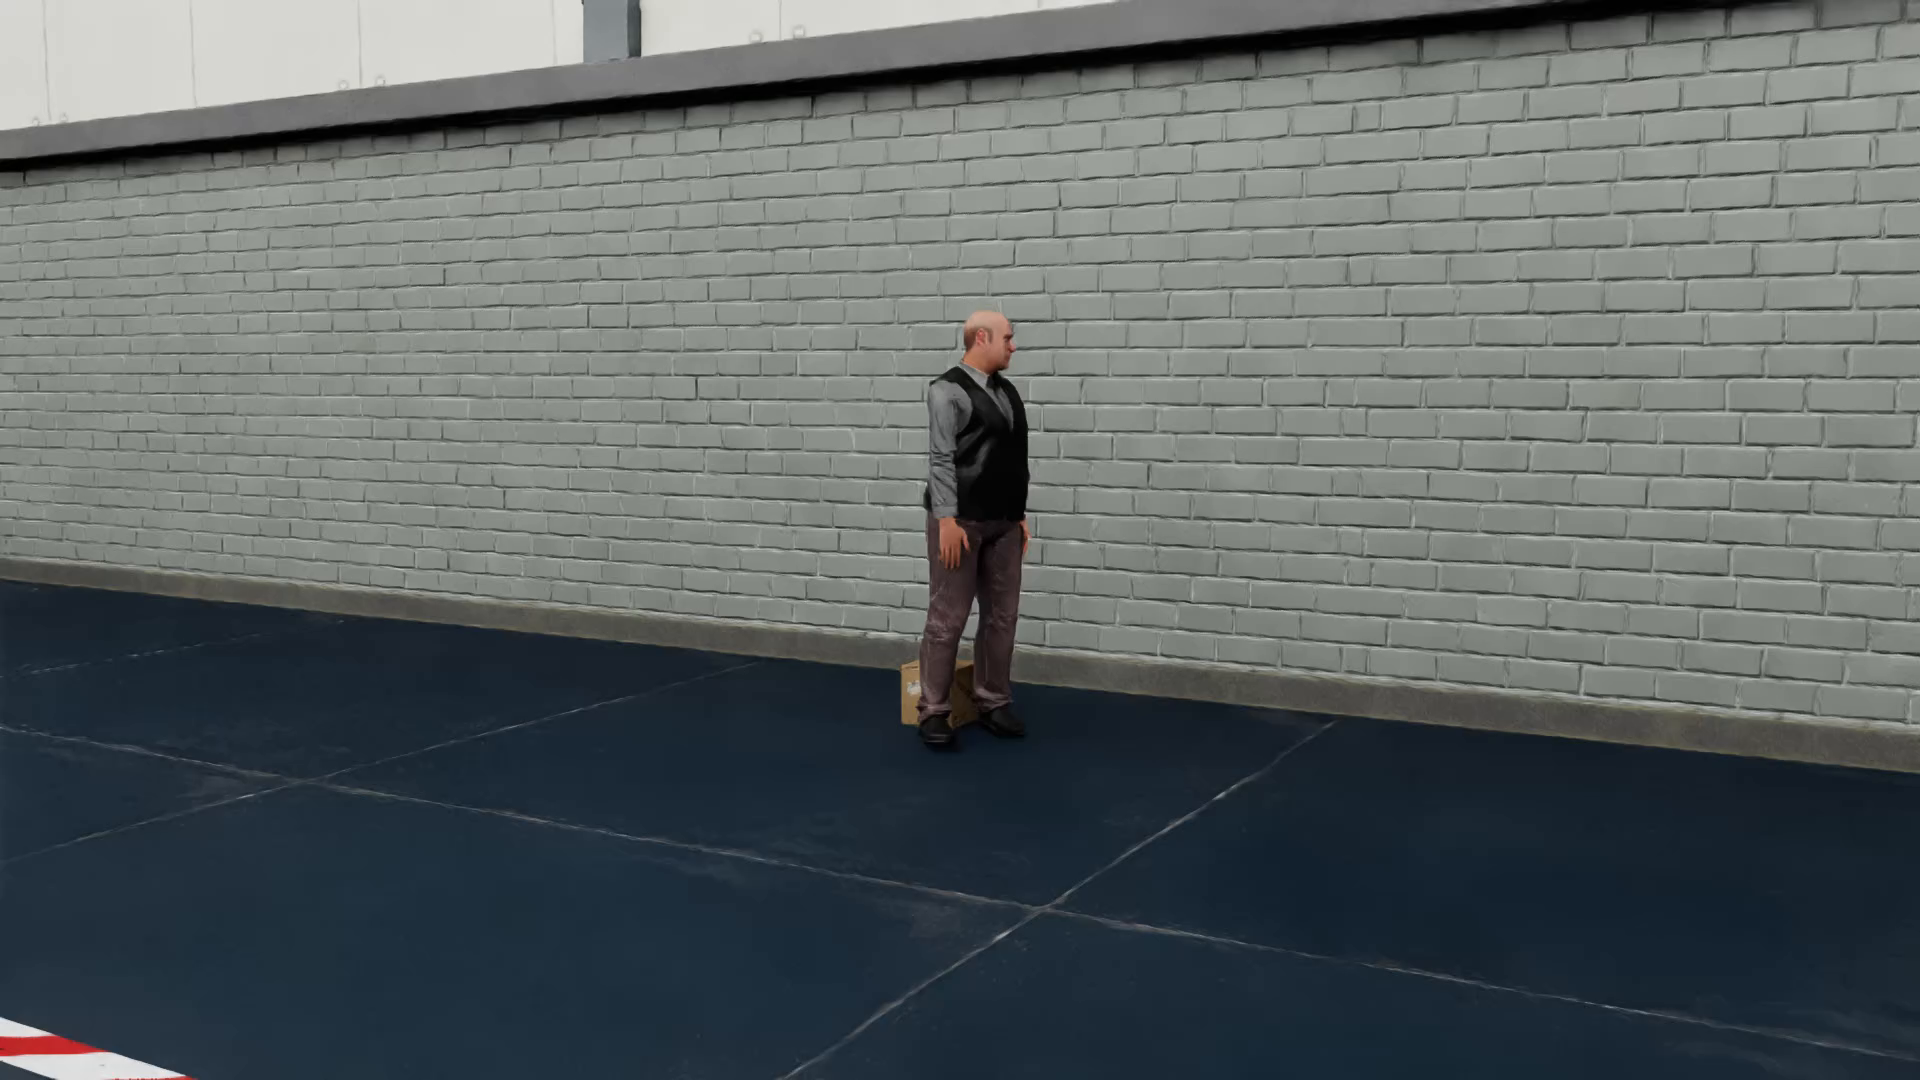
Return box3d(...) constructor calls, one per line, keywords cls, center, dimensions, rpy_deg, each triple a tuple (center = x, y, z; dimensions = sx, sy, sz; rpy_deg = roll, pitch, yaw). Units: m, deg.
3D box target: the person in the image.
box3d(cls="person", center=(0.056, -0.057, 6.693), dimensions=(0.365, 1.728, 0.594), rpy_deg=(6, 8, 44))
